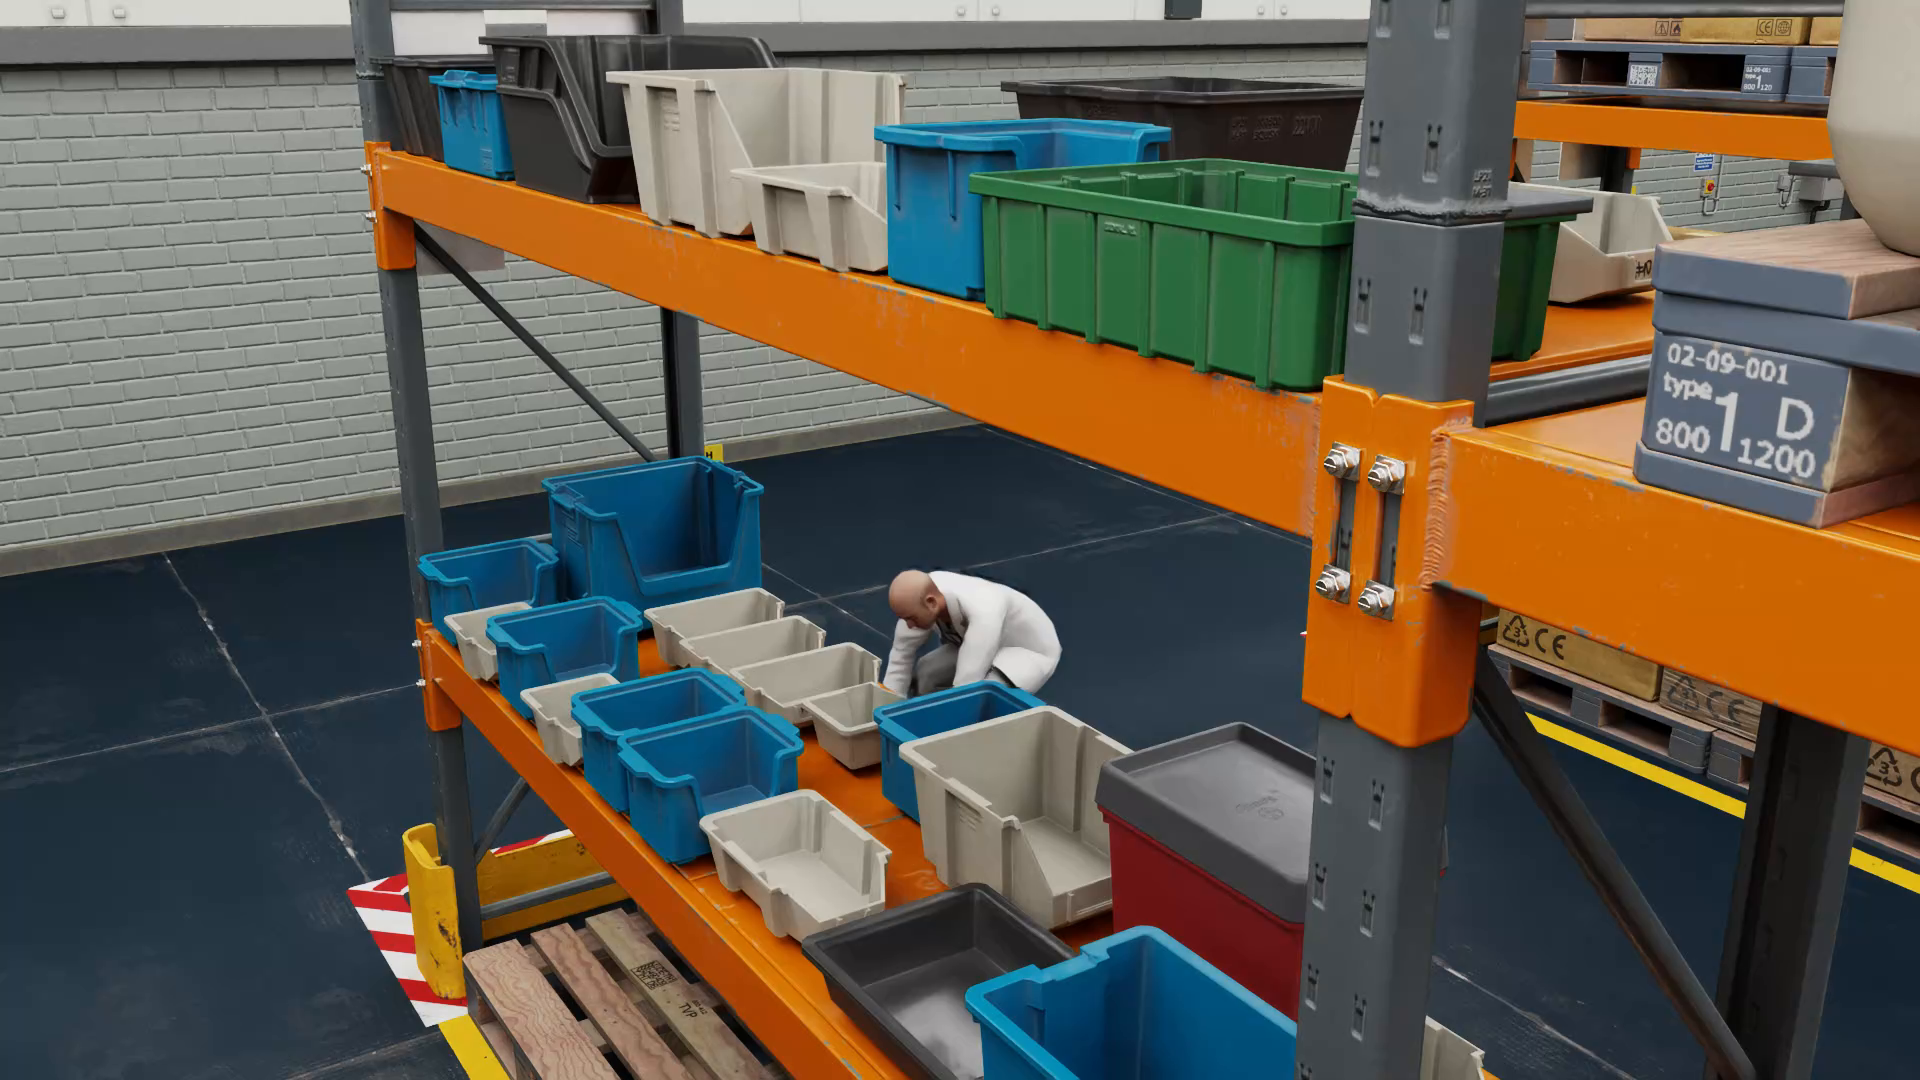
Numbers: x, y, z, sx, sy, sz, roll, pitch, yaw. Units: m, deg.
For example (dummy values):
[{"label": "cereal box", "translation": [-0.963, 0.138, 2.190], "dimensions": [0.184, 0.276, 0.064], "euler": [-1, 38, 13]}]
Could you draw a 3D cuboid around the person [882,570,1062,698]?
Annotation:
[{"label": "person", "translation": [0.038, 0.559, 7.104], "dimensions": [0.894, 1.004, 0.607], "euler": [-11, 21, -32]}]
